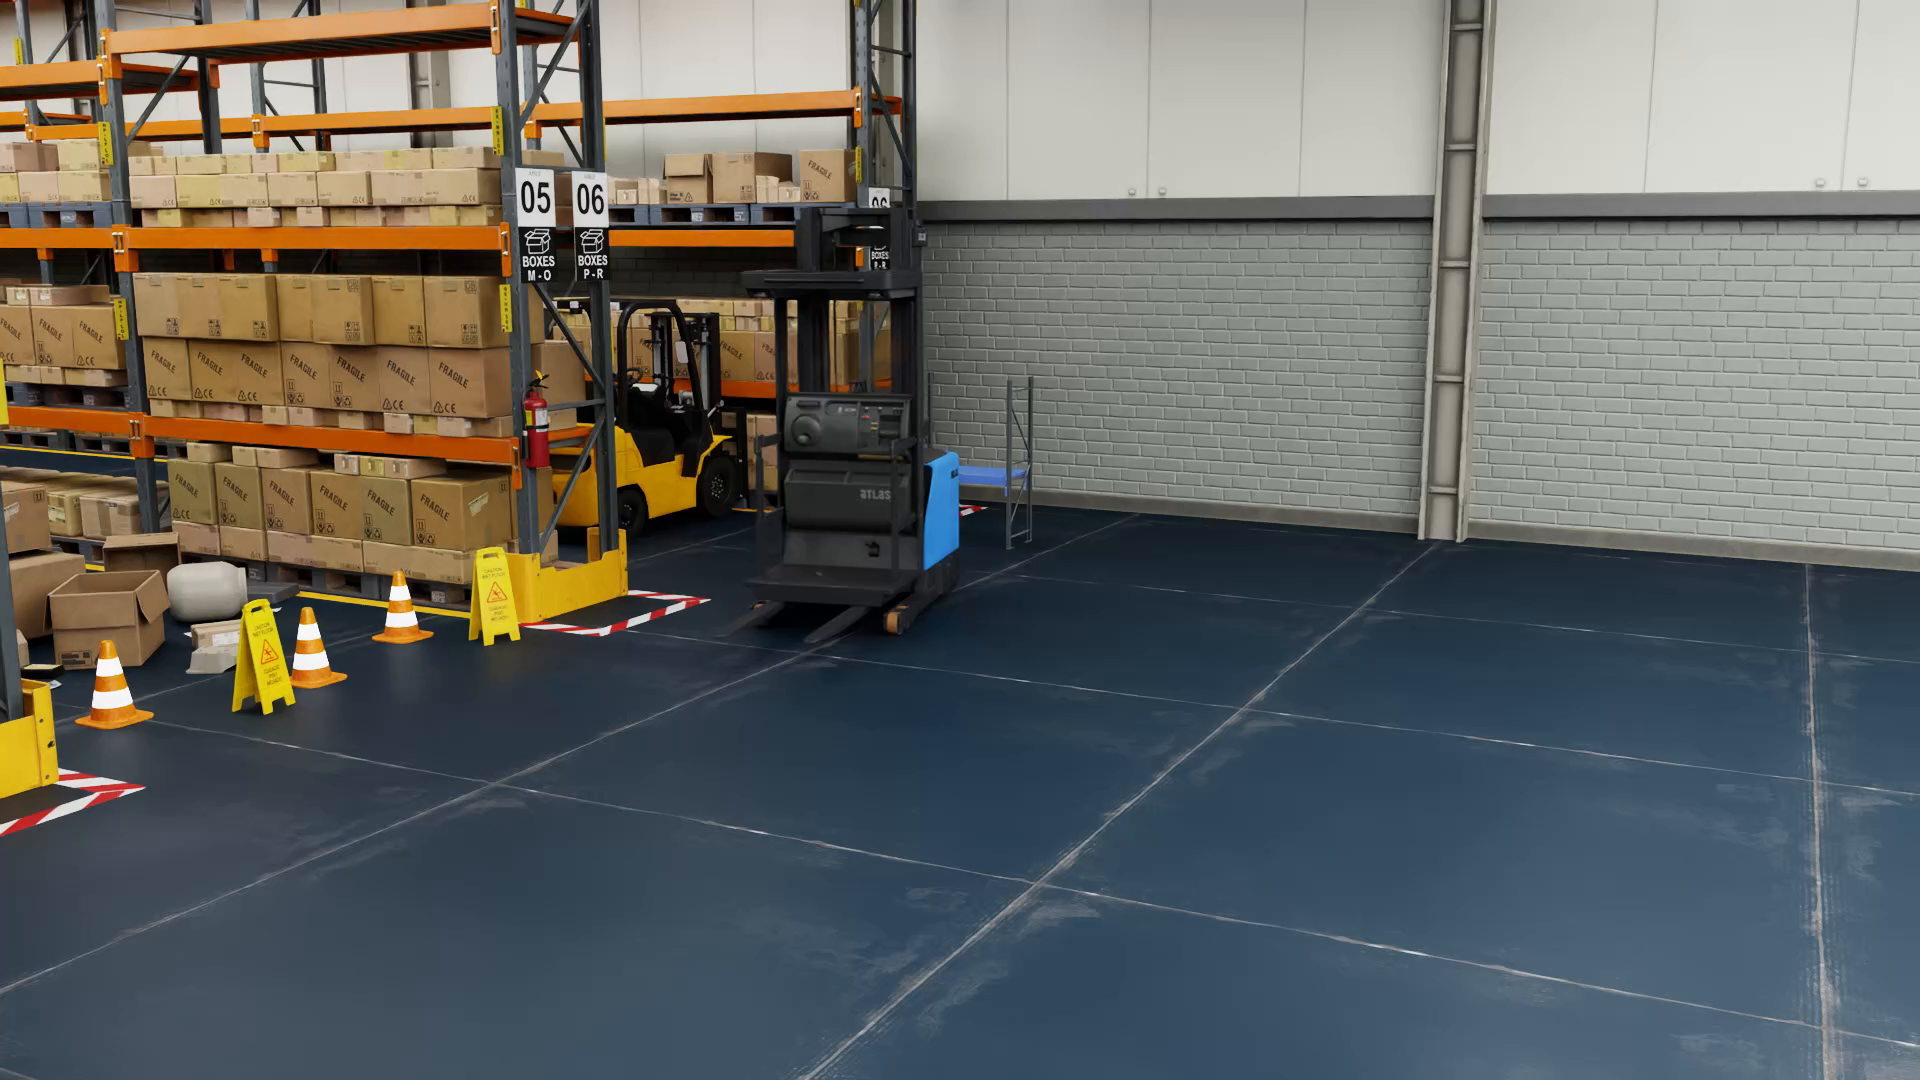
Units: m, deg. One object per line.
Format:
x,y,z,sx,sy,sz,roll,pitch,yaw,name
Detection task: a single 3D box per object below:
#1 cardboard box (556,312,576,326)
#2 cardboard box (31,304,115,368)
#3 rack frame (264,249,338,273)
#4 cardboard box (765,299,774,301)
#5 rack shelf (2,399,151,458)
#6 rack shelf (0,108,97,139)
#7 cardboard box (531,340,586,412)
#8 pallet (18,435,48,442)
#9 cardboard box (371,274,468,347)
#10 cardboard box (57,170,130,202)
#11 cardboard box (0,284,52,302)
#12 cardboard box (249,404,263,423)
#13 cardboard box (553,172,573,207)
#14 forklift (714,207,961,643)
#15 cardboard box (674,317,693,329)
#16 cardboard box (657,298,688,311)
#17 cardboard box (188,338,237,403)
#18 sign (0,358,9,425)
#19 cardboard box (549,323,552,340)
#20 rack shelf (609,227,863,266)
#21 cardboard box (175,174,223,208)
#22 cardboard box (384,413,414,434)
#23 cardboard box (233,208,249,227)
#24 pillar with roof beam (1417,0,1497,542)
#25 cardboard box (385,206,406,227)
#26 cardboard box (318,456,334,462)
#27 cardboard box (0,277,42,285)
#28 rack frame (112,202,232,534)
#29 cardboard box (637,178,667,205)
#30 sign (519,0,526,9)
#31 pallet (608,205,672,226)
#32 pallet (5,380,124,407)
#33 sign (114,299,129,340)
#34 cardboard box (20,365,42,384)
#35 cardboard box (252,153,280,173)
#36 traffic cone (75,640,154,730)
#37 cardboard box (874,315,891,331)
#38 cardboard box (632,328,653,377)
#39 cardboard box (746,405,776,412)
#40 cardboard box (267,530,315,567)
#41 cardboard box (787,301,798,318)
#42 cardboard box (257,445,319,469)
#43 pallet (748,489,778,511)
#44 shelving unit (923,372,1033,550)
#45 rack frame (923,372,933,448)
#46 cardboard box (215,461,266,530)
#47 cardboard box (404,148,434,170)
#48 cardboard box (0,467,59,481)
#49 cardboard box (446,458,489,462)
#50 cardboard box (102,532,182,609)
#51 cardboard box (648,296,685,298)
-4.124,-2.385,17.882,0.250,0.149,0.380,5,11,25,cardboard box
-7.447,-1.731,14.078,0.500,0.500,0.500,5,11,26,cardboard box
-7.880,-2.399,20.061,0.127,3.000,1.000,5,11,26,rack frame
-1.838,-2.427,17.279,0.250,0.149,0.380,5,12,28,cardboard box
-8.280,-1.094,14.872,4.000,0.370,1.077,5,11,26,rack shelf
-13.261,-5.468,22.203,4.000,0.370,1.077,5,11,26,rack shelf
-3.201,-1.252,12.611,0.500,0.500,0.500,5,11,25,cardboard box
-13.181,-1.492,22.880,1.213,0.211,1.003,5,11,26,pallet
-3.904,-1.709,12.328,0.500,0.500,0.700,5,11,26,cardboard box
-7.074,-2.922,13.773,0.500,0.250,0.500,5,11,25,cardboard box
-8.481,-2.243,15.085,0.250,0.149,0.380,4,11,23,cardboard box
-5.385,-1.022,13.160,0.250,0.149,0.380,5,11,26,cardboard box
-3.232,-2.606,12.369,0.500,0.250,0.500,5,11,25,cardboard box
-0.862,-0.857,11.736,1.130,2.935,3.031,3,11,14,forklift
-2.746,-2.260,17.191,0.250,0.149,0.380,5,11,25,cardboard box
-2.948,-2.437,17.334,0.250,0.149,0.380,5,11,26,cardboard box
-5.754,-1.371,13.266,0.500,0.500,0.500,5,11,26,cardboard box
-4.748,-0.730,8.187,0.005,0.325,0.100,5,11,26,sign
-4.847,-2.253,18.276,0.500,0.250,0.500,5,11,25,cardboard box
-2.500,-3.048,17.245,4.000,0.370,1.077,5,11,26,rack shelf
-5.746,-2.721,13.007,0.500,0.250,0.500,5,11,25,cardboard box
-4.070,-0.888,12.420,0.250,0.149,0.380,5,12,27,cardboard box
-5.392,-2.499,12.896,0.250,0.149,0.380,5,11,24,cardboard box
2.544,-3.759,10.730,0.400,9.000,9.100,5,11,26,pillar with roof beam
-4.001,-2.382,12.254,0.250,0.149,0.380,5,11,26,cardboard box
-4.922,-0.429,13.616,0.500,0.500,0.500,6,12,29,cardboard box
-12.685,-3.315,22.606,0.500,0.500,0.500,5,11,24,cardboard box
-6.486,-1.290,13.937,0.127,3.000,1.000,5,11,26,rack frame
-3.096,-3.584,17.103,0.258,0.266,0.396,5,11,24,cardboard box
-4.522,-5.446,17.211,0.005,0.325,0.100,5,11,26,sign
-3.517,-3.453,17.711,1.213,0.211,1.003,5,11,26,pallet
-8.280,-1.362,14.870,1.213,0.211,1.003,5,11,26,pallet
-6.728,-1.771,13.343,0.005,0.325,0.100,5,11,26,sign
-7.775,-1.428,14.221,0.250,0.149,0.380,5,11,26,cardboard box
-5.156,-2.864,12.678,0.250,0.149,0.380,5,11,25,cardboard box
-4.846,0.803,9.494,0.334,0.463,0.336,5,11,26,traffic cone
-0.895,-2.205,16.887,0.250,0.149,0.380,5,11,24,cardboard box
-3.082,-1.978,17.455,0.500,0.500,0.500,5,11,25,cardboard box
-1.947,-1.262,17.514,0.500,0.250,0.500,5,11,25,cardboard box
-5.116,0.027,13.199,0.500,0.250,0.500,5,11,25,cardboard box
-1.602,-2.308,16.624,0.250,0.149,0.380,5,12,27,cardboard box
-5.286,-0.662,13.081,0.250,0.149,0.380,6,12,29,cardboard box
-1.410,-0.450,17.122,1.213,0.211,1.003,5,11,26,pallet
0.076,-0.731,15.059,1.048,1.500,0.538,5,11,26,shelving unit
-0.379,-0.771,15.281,0.032,1.500,0.500,5,11,26,rack frame
-5.591,-0.383,13.360,0.500,0.500,0.500,6,12,28,cardboard box
-3.784,-2.743,12.008,0.250,0.149,0.380,5,11,25,cardboard box
-8.906,-0.416,15.307,0.625,0.372,0.950,5,11,25,cardboard box
-5.458,-1.223,19.055,0.625,0.625,0.875,5,11,25,cardboard box
-6.127,0.240,12.492,0.500,0.500,0.500,-4,11,-23,cardboard box
-3.171,-2.566,18.051,0.250,0.149,0.380,5,11,25,cardboard box
